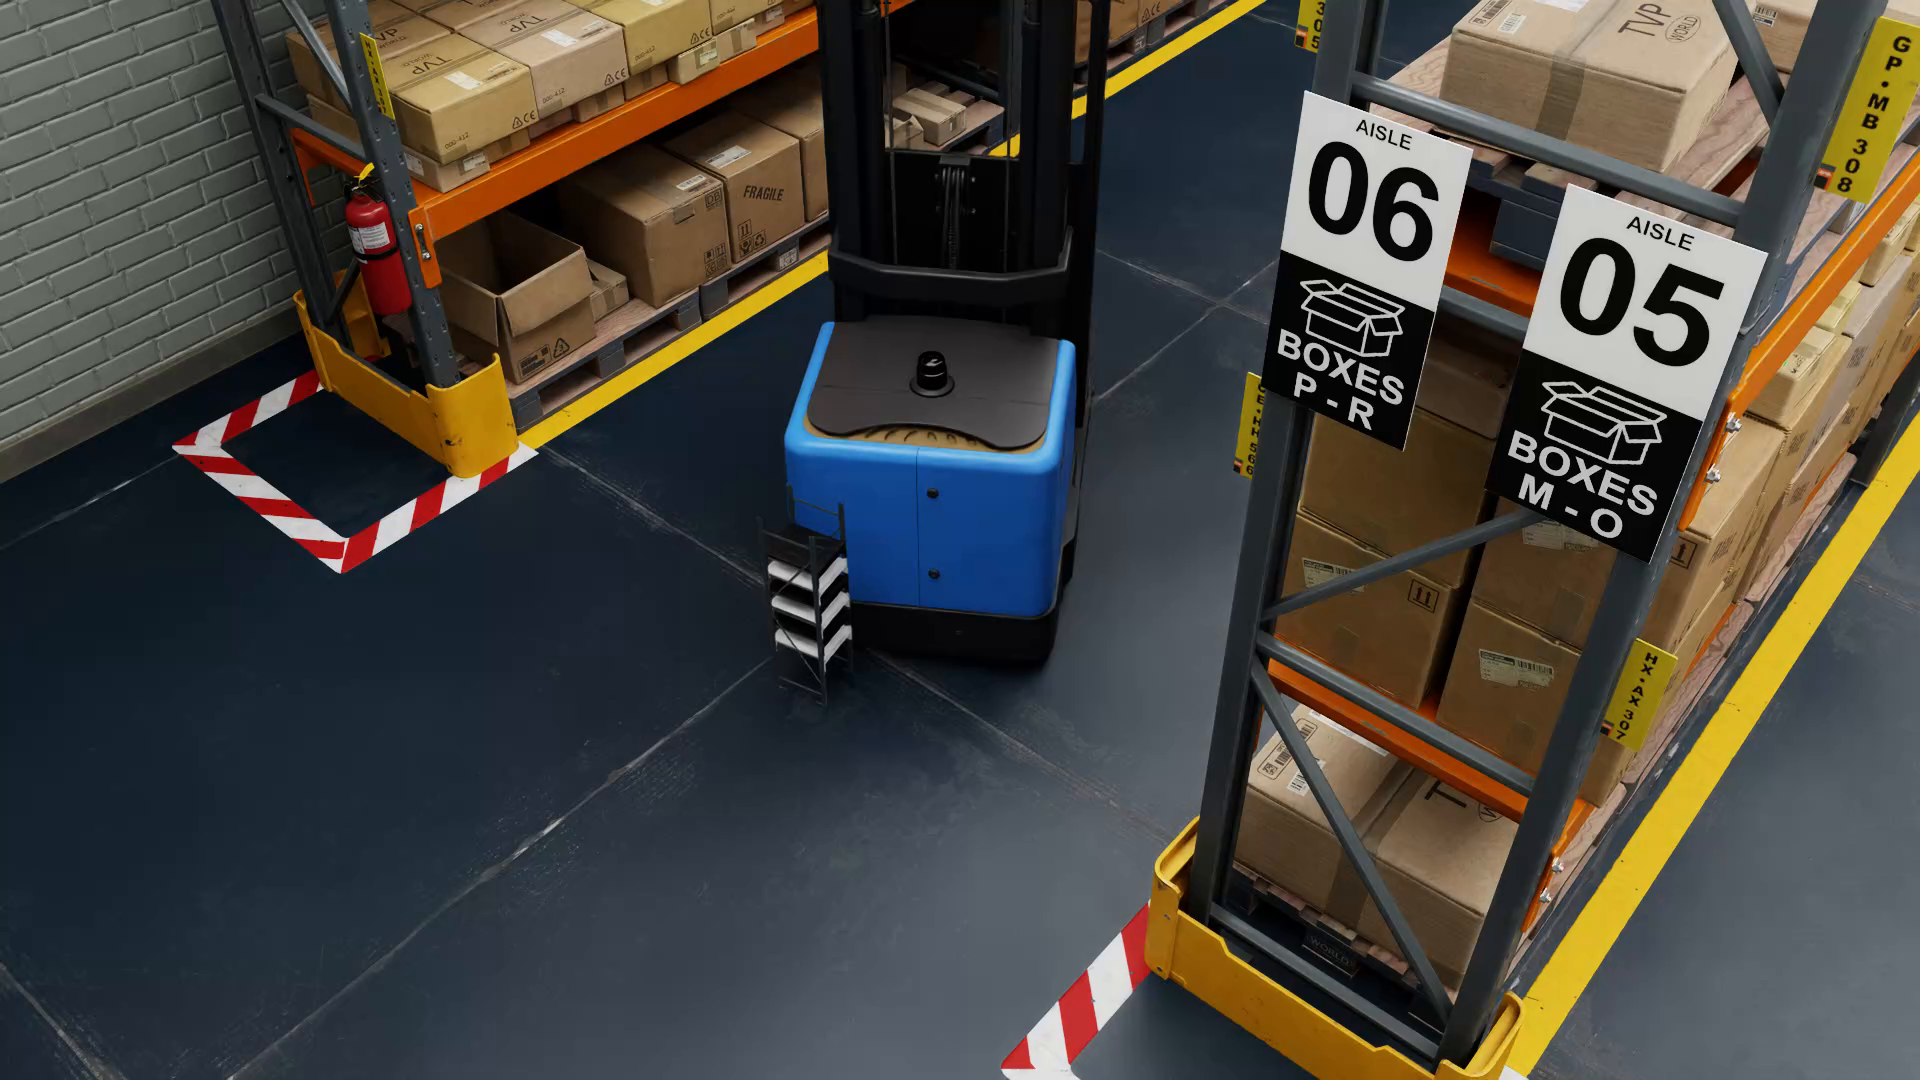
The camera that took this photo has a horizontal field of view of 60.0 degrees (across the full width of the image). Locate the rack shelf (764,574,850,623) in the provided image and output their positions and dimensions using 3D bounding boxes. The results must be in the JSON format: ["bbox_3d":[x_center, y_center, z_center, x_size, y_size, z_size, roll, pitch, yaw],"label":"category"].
[{"bbox_3d":[-0.579,0.184,6.294,0.258,0.077,0.200,20,46,20],"label":"rack shelf"}]

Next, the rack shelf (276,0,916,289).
[{"bbox_3d":[-1.341,-2.437,8.235,1.077,0.370,4.000,29,50,28],"label":"rack shelf"}]

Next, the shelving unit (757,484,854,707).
[{"bbox_3d":[-0.579,0.225,6.333,0.258,0.900,0.210,20,46,20],"label":"shelving unit"}]

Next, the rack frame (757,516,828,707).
[{"bbox_3d":[-0.627,0.286,6.266,0.240,0.900,0.006,20,46,20],"label":"rack frame"}]

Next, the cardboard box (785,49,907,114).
[{"bbox_3d":[-0.660,-2.655,9.627,0.500,0.311,0.500,31,51,30],"label":"cardboard box"}]

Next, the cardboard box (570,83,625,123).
[{"bbox_3d":[-1.726,-2.035,7.446,0.380,0.149,0.250,31,51,30],"label":"cardboard box"}]

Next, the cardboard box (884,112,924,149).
[{"bbox_3d":[-0.418,-2.278,9.246,0.396,0.266,0.258,31,51,30],"label":"cardboard box"}]

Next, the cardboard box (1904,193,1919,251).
[{"bbox_3d":[2.644,-1.016,4.838,0.380,0.149,0.250,28,49,28],"label":"cardboard box"}]

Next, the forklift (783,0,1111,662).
[{"bbox_3d":[0.044,-1.594,6.825,1.130,2.935,3.031,5,43,6],"label":"forklift"}]

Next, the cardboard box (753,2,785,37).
[{"bbox_3d":[-1.073,-2.579,8.044,0.380,0.149,0.250,29,50,28],"label":"cardboard box"}]

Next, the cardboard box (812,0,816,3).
[{"bbox_3d":[-0.698,-2.811,8.299,0.380,0.149,0.250,29,50,28],"label":"cardboard box"}]

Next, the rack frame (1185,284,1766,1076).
[{"bbox_3d":[1.173,0.474,4.499,1.000,3.000,0.127,29,50,28],"label":"rack frame"}]

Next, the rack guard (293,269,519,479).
[{"bbox_3d":[-2.579,-0.787,7.744,1.175,0.500,0.348,29,50,28],"label":"rack guard"}]

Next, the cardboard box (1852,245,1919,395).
[{"bbox_3d":[2.673,-0.851,5.139,0.500,0.500,0.500,30,50,29],"label":"cardboard box"}]

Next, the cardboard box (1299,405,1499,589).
[{"bbox_3d":[1.301,-0.284,4.515,0.500,0.500,0.500,31,51,30],"label":"cardboard box"}]

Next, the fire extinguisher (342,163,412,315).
[{"bbox_3d":[-2.369,-1.230,6.708,0.296,0.674,0.183,29,50,28],"label":"fire extinguisher"}]

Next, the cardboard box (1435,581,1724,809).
[{"bbox_3d":[1.702,0.314,4.600,0.500,0.500,0.500,29,50,28],"label":"cardboard box"}]

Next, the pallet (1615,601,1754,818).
[{"bbox_3d":[2.413,0.435,6.615,1.003,0.211,1.213,29,50,28],"label":"pallet"}]

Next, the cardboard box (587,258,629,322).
[{"bbox_3d":[-1.859,-1.249,8.201,0.380,0.149,0.250,28,49,27],"label":"cardboard box"}]

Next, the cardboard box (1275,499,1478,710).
[{"bbox_3d":[1.281,0.074,4.864,0.500,0.500,0.500,30,50,29],"label":"cardboard box"}]

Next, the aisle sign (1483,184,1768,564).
[{"bbox_3d":[1.349,-0.325,3.445,0.394,0.787,0.004,29,50,28],"label":"aisle sign"}]

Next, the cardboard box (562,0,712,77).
[{"bbox_3d":[-1.482,-2.367,7.513,0.500,0.250,0.500,29,49,28],"label":"cardboard box"}]

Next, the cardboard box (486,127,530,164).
[{"bbox_3d":[-2.078,-1.781,7.166,0.380,0.149,0.250,31,51,29],"label":"cardboard box"}]

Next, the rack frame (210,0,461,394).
[{"bbox_3d":[-2.628,-1.673,6.860,1.000,3.000,0.127,29,50,28],"label":"rack frame"}]

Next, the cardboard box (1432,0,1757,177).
[{"bbox_3d":[1.394,-1.043,3.663,0.500,0.250,0.500,25,48,25],"label":"cardboard box"}]

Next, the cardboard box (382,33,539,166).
[{"bbox_3d":[-2.130,-1.844,6.939,0.500,0.250,0.500,30,50,29],"label":"cardboard box"}]

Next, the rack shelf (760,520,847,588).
[{"bbox_3d":[-0.579,0.051,6.173,0.258,0.077,0.200,20,46,20],"label":"rack shelf"}]

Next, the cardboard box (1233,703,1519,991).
[{"bbox_3d":[1.521,0.884,5.641,0.875,0.438,0.875,28,49,27],"label":"cardboard box"}]

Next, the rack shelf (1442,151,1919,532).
[{"bbox_3d":[2.460,-1.399,4.864,1.077,0.370,4.000,29,50,28],"label":"rack shelf"}]

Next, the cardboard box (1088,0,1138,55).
[{"bbox_3d":[0.765,-3.393,10.298,0.500,0.500,0.500,29,50,28],"label":"cardboard box"}]

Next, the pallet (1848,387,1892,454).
[{"bbox_3d":[4.186,-0.984,8.175,1.003,0.211,1.213,29,50,28],"label":"pallet"}]

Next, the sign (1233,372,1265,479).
[{"bbox_3d":[0.767,-0.284,4.296,0.100,0.325,0.005,29,50,28],"label":"sign"}]

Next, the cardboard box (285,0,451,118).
[{"bbox_3d":[-2.535,-2.079,7.197,0.500,0.250,0.500,31,51,30],"label":"cardboard box"}]

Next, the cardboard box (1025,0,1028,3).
[{"bbox_3d":[0.380,-3.273,9.683,0.380,0.149,0.250,32,51,30],"label":"cardboard box"}]

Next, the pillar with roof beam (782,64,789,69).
[{"bbox_3d":[2.103,-4.120,5.092,9.100,9.000,0.400,29,50,28],"label":"pillar with roof beam"}]

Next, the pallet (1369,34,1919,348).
[{"bbox_3d":[1.643,-0.989,3.945,1.003,0.211,1.213,29,50,28],"label":"pallet"}]

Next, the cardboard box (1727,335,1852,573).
[{"bbox_3d":[2.027,-0.326,4.561,0.500,0.500,0.500,28,49,27],"label":"cardboard box"}]

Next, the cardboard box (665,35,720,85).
[{"bbox_3d":[-1.340,-2.272,7.706,0.380,0.149,0.250,28,49,27],"label":"cardboard box"}]

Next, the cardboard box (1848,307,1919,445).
[{"bbox_3d":[3.005,-0.740,5.760,0.500,0.500,0.500,29,50,28],"label":"cardboard box"}]

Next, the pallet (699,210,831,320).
[{"bbox_3d":[-1.282,-1.716,8.981,1.003,0.211,1.213,29,50,28],"label":"pallet"}]

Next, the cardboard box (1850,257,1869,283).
[{"bbox_3d":[2.267,-0.787,4.586,0.380,0.149,0.250,30,50,29],"label":"cardboard box"}]

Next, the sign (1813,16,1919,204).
[{"bbox_3d":[1.594,-0.745,2.901,0.100,0.325,0.005,29,50,28],"label":"sign"}]

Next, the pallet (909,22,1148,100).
[{"bbox_3d":[0.440,-3.136,10.542,1.003,0.211,1.213,29,50,28],"label":"pallet"}]

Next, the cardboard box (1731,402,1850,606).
[{"bbox_3d":[2.347,-0.212,5.179,0.500,0.500,0.500,29,50,28],"label":"cardboard box"}]

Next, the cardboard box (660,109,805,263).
[{"bbox_3d":[-1.165,-1.830,8.578,0.500,0.500,0.500,30,50,29],"label":"cardboard box"}]

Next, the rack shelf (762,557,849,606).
[{"bbox_3d":[-0.579,0.117,6.234,0.258,0.077,0.200,20,46,20],"label":"rack shelf"}]

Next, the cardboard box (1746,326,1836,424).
[{"bbox_3d":[1.983,-0.486,4.255,0.380,0.149,0.250,31,51,30],"label":"cardboard box"}]
